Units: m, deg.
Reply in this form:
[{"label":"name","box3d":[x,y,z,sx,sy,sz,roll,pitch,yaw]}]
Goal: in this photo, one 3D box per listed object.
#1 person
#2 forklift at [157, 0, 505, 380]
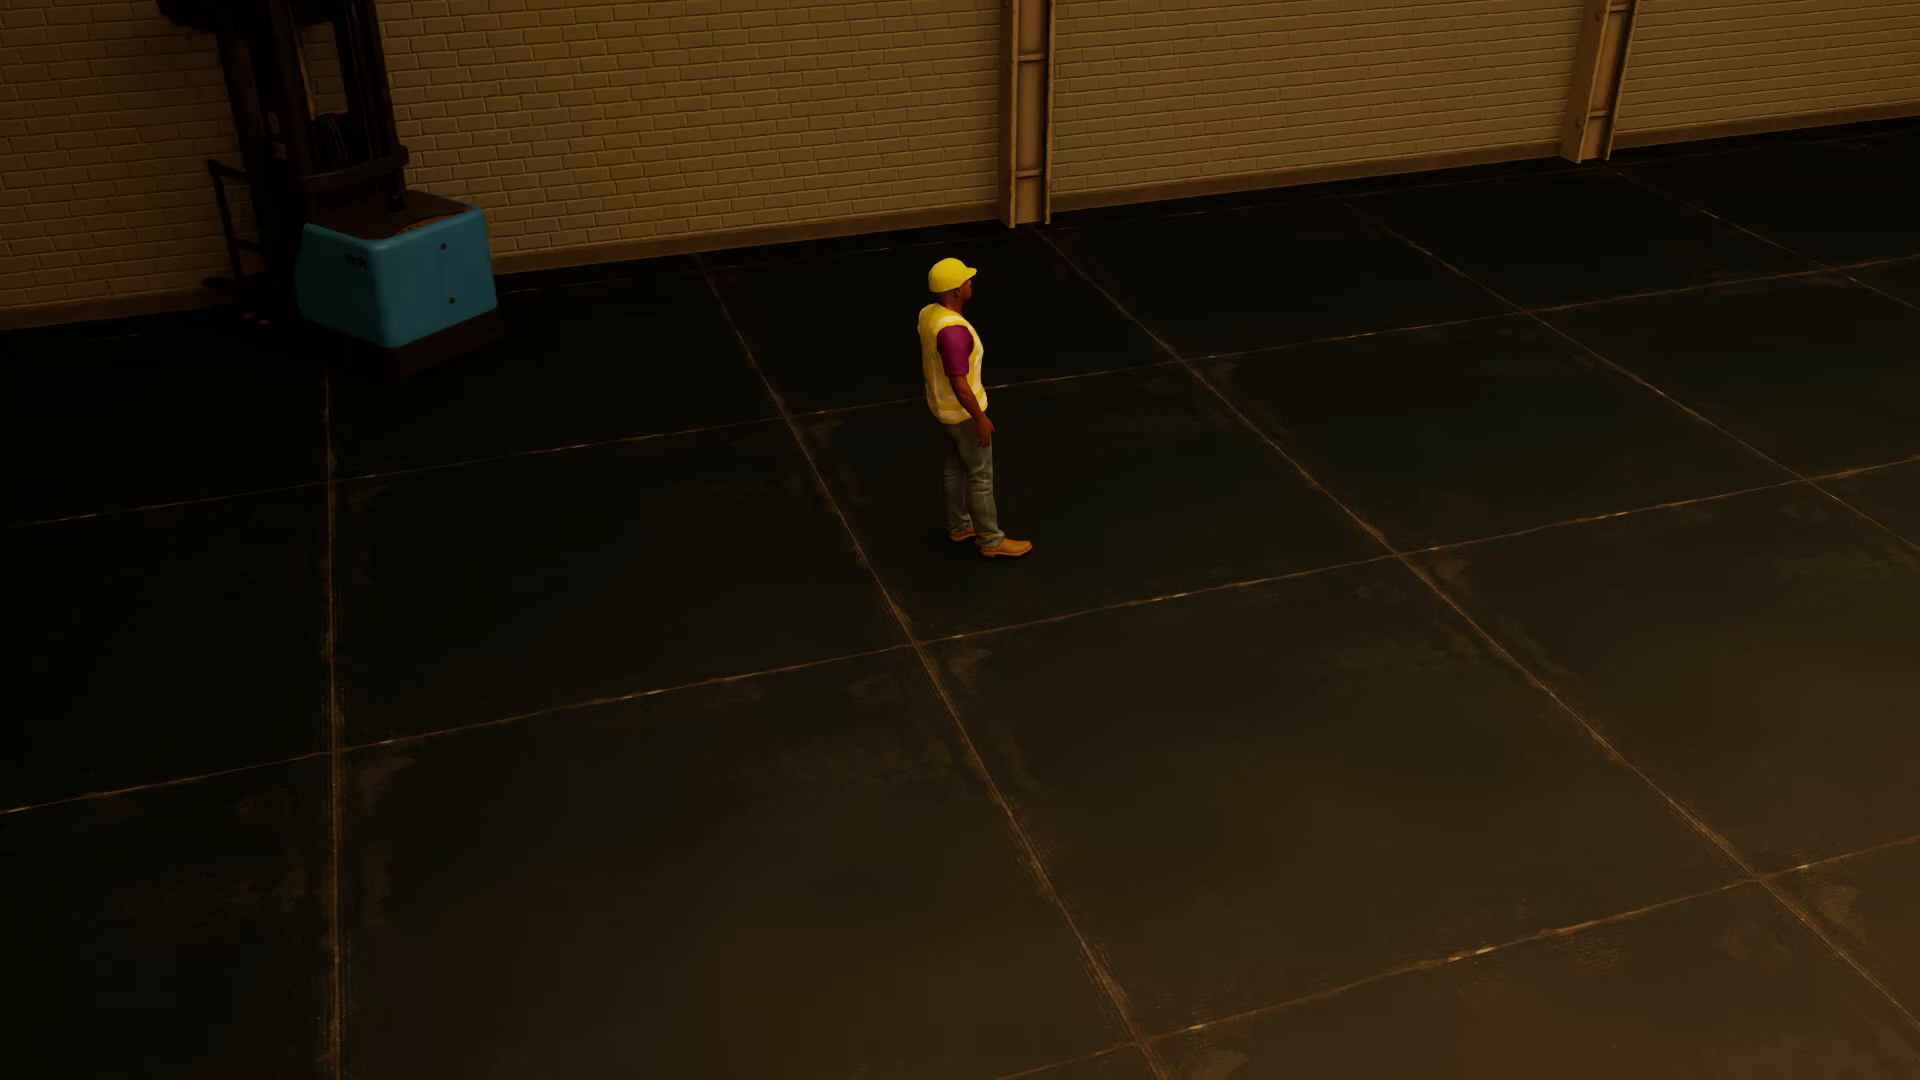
[{"label":"person","box3d":[0.068,-0.780,9.596,0.577,1.765,0.665,-10,31,-16]},{"label":"forklift","box3d":[-4.939,-2.984,12.272,3.031,2.935,1.130,19,35,30]}]
